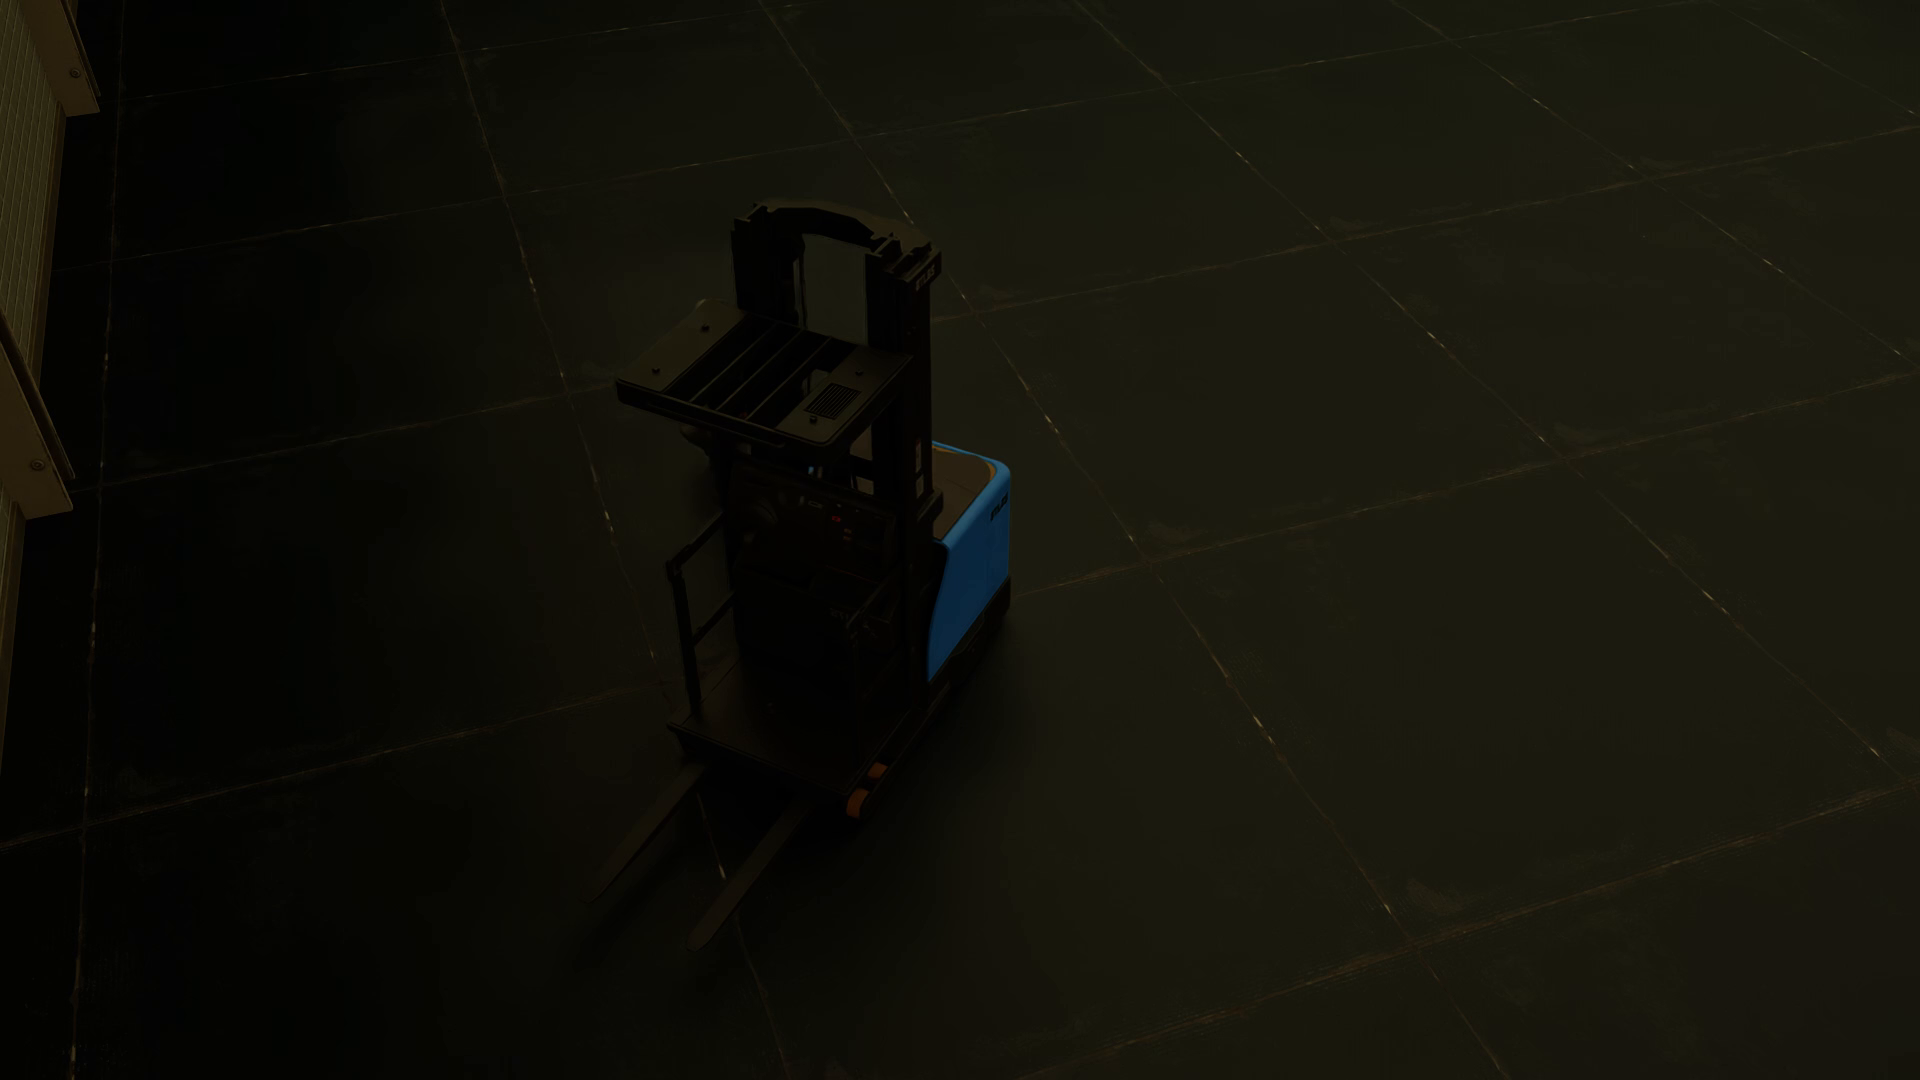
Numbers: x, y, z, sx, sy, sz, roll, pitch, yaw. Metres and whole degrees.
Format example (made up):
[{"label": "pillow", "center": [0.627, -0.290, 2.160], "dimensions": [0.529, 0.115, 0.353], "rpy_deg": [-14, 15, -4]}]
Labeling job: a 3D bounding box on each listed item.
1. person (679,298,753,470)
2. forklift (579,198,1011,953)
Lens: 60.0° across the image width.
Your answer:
[{"label": "person", "center": [-1.415, -0.874, 10.226], "dimensions": [0.946, 1.580, 0.533], "rpy_deg": [32, 49, 32]}, {"label": "forklift", "center": [-0.827, -0.014, 8.013], "dimensions": [1.130, 2.935, 3.031], "rpy_deg": [18, 43, 20]}]
